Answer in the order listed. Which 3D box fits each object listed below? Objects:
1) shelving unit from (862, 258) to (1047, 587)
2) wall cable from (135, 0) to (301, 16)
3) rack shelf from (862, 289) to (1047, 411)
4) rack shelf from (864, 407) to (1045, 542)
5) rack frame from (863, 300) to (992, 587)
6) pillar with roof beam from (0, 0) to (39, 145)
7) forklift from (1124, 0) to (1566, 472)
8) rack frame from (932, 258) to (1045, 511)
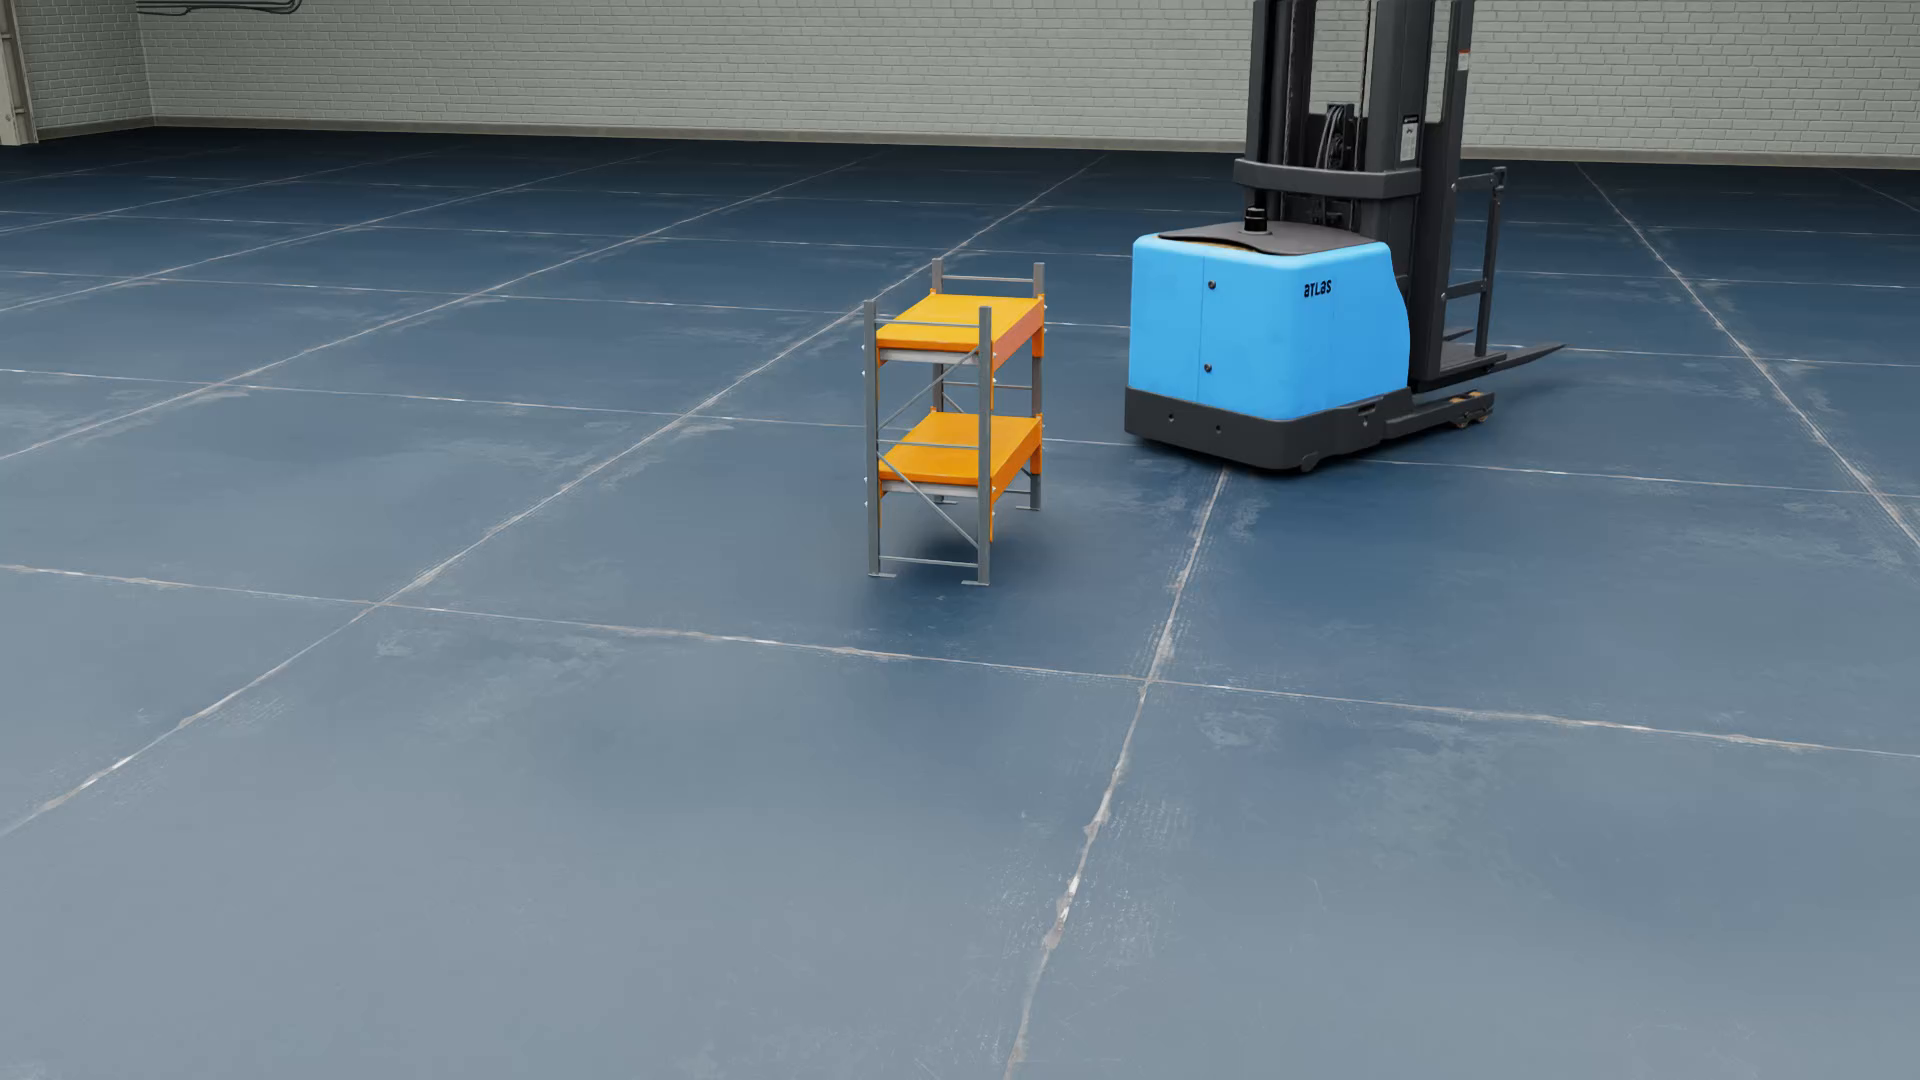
[{"bbox_3d":[-0.002,-0.530,7.000,0.538,1.125,1.048,5,19,13],"label":"shelving unit"},{"bbox_3d":[-11.439,-9.270,25.210,3.097,2.526,0.112,5,19,13],"label":"wall cable"},{"bbox_3d":[-0.002,-0.807,6.905,0.538,0.278,1.000,5,19,13],"label":"rack shelf"},{"bbox_3d":[-0.002,-0.299,7.079,0.538,0.278,1.000,5,19,13],"label":"rack shelf"},{"bbox_3d":[-0.126,-0.371,6.533,0.500,1.125,0.032,5,19,13],"label":"rack frame"},{"bbox_3d":[-9.267,-9.581,21.315,9.100,9.000,0.400,5,19,13],"label":"pillar with roof beam"},{"bbox_3d":[2.278,-2.097,8.792,3.031,2.935,1.130,-17,25,-40],"label":"forklift"},{"bbox_3d":[0.123,-0.690,7.466,0.500,1.125,0.032,5,19,13],"label":"rack frame"}]
